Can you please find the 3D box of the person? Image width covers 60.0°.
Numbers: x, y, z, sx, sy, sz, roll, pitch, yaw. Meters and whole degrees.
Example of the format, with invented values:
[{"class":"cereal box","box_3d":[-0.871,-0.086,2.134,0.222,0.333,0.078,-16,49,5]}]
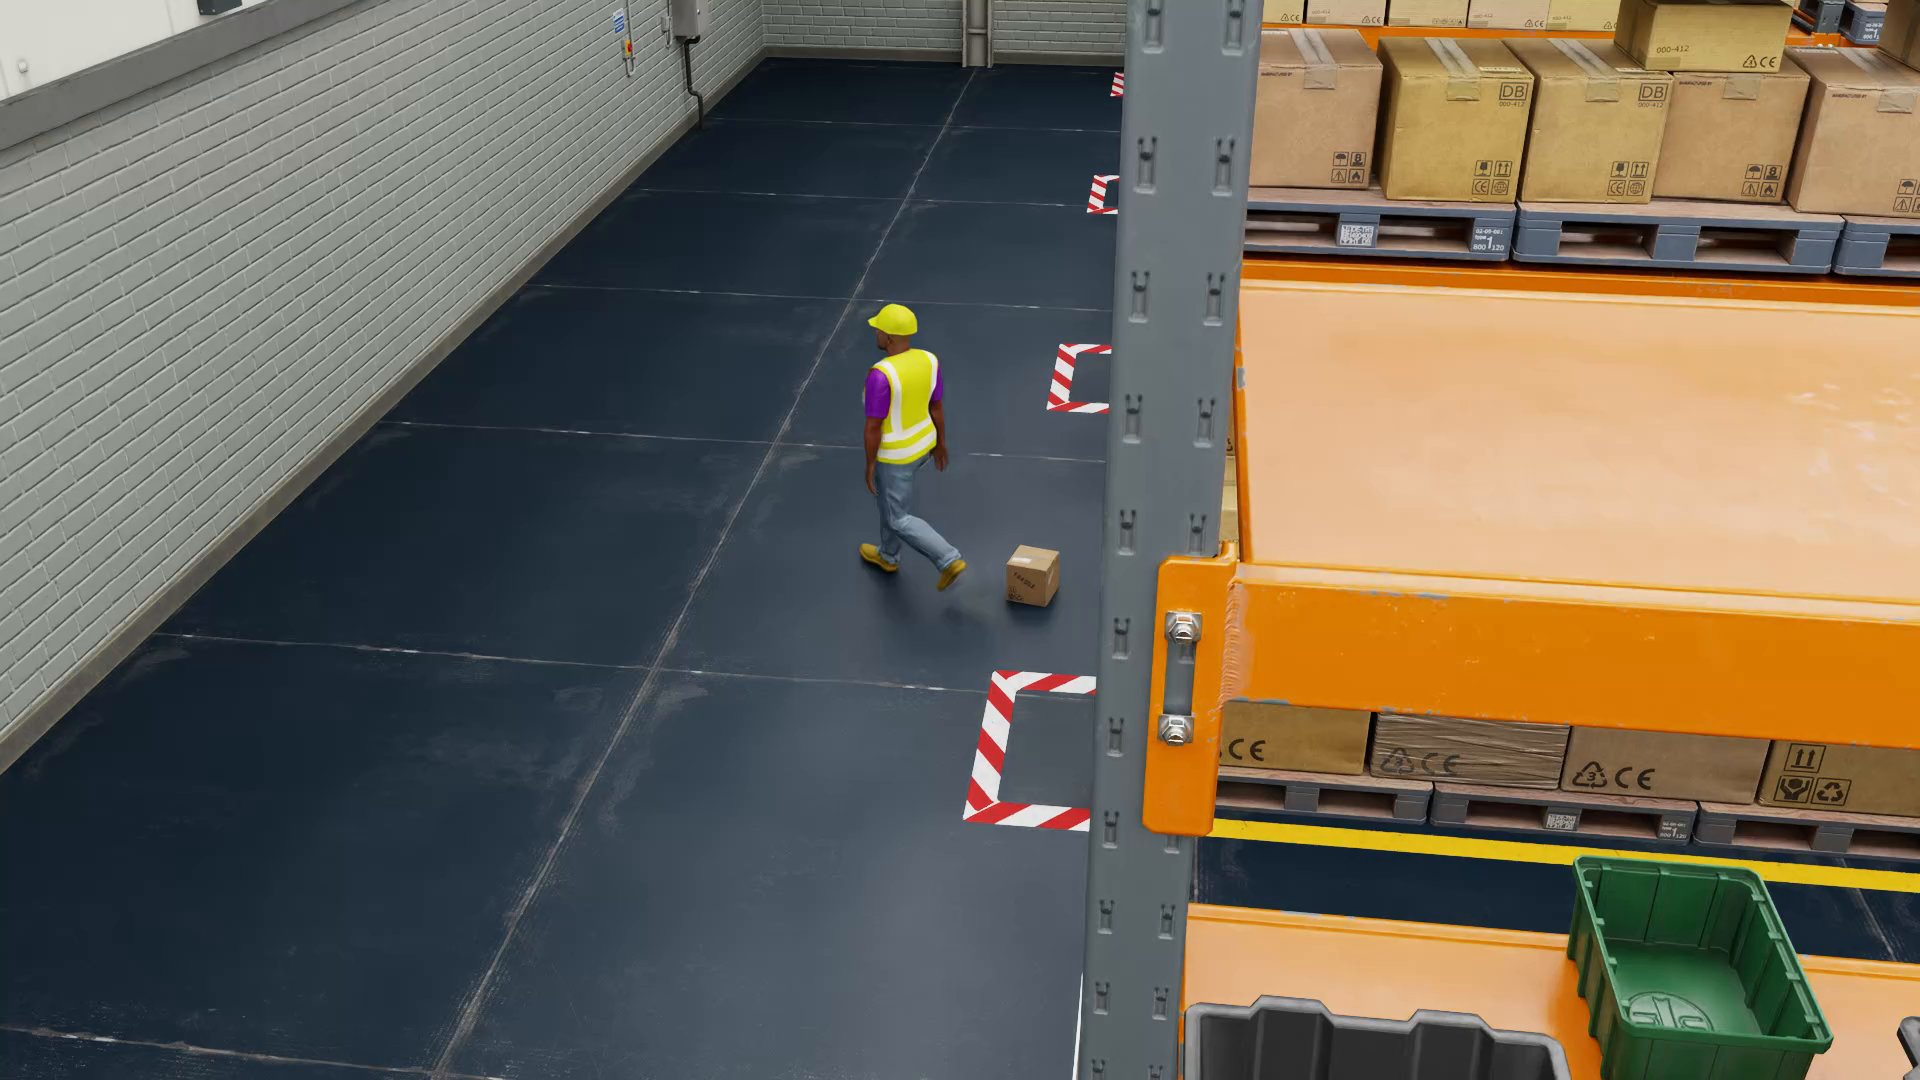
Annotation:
[{"class":"person","box_3d":[-0.294,-0.509,9.665,0.921,1.735,0.610,19,34,32]}]
